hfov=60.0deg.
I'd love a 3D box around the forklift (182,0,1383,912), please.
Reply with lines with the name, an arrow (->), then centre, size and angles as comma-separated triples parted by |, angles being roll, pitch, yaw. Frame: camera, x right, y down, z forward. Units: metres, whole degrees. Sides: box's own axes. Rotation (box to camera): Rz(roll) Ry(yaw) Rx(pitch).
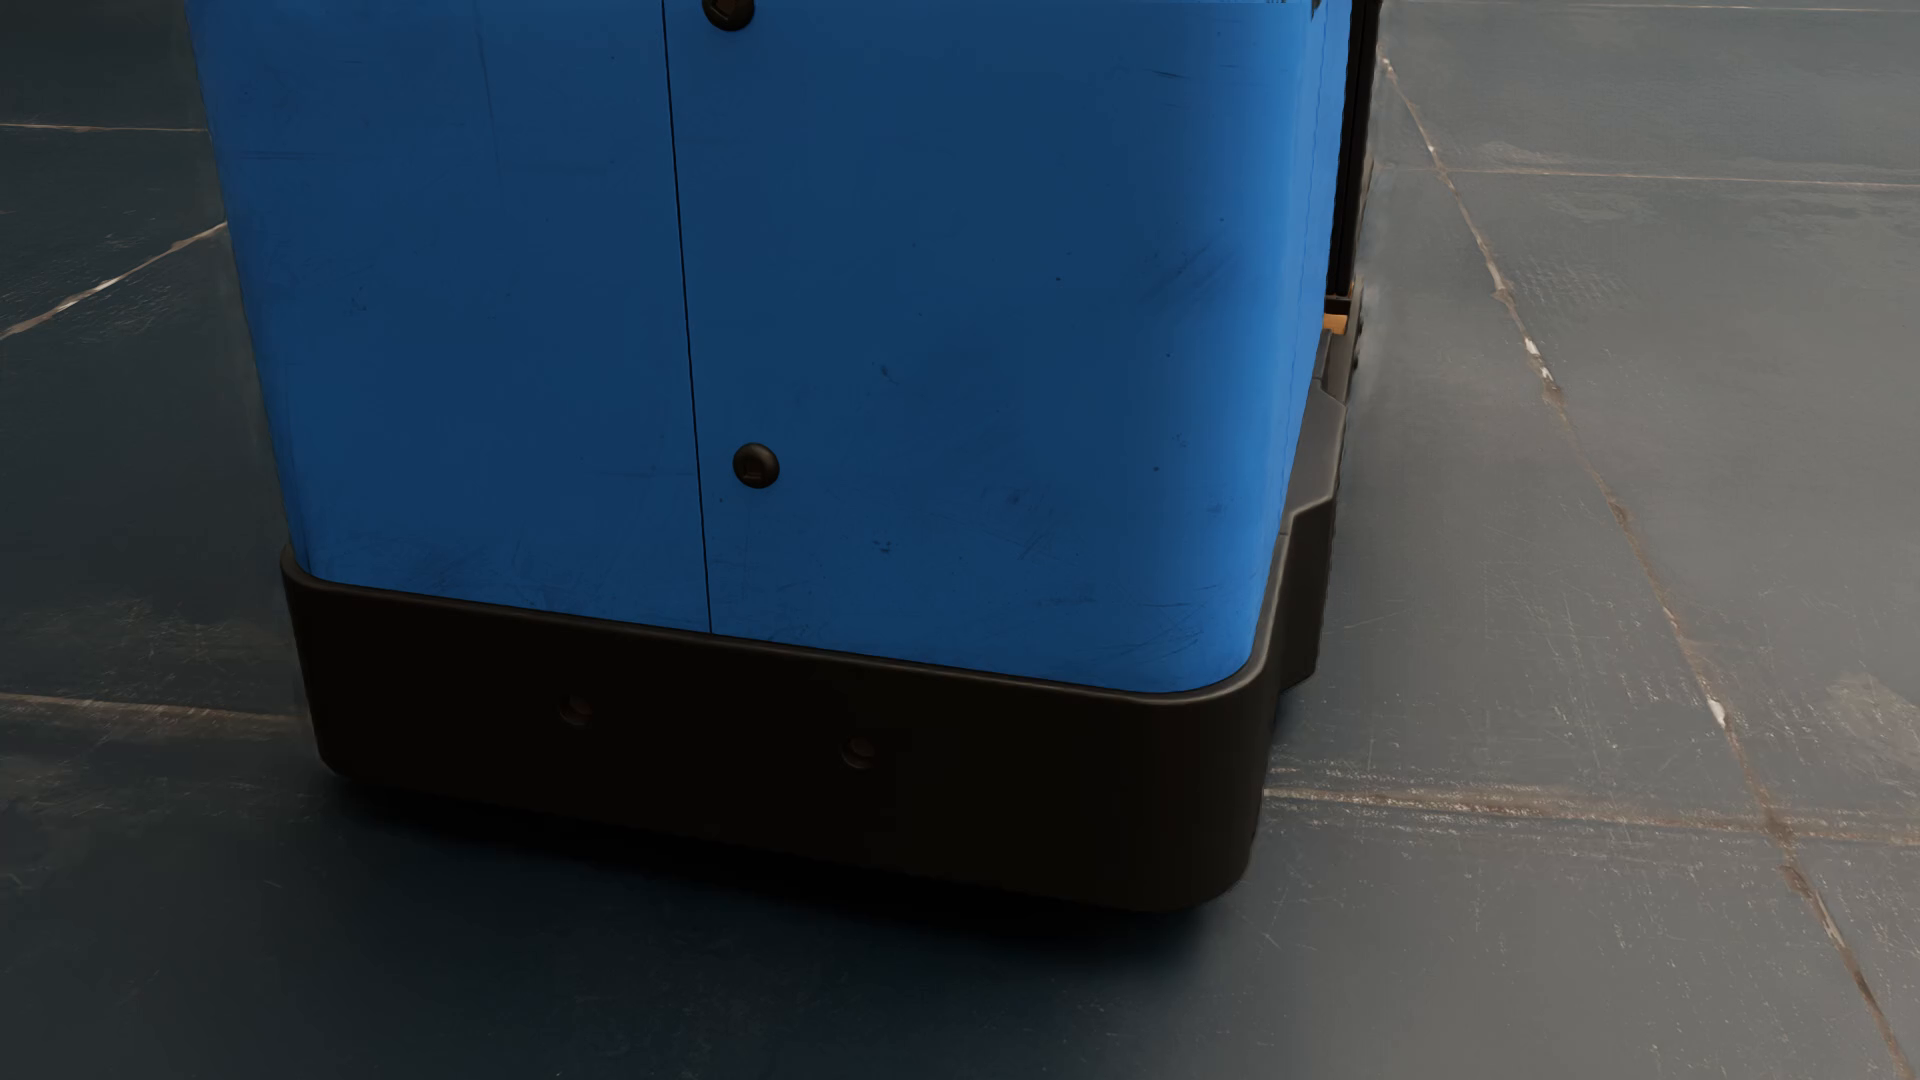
forklift -> 0.144, -1.588, 2.400 | 1.130, 2.935, 3.031 | 7, 27, 13
